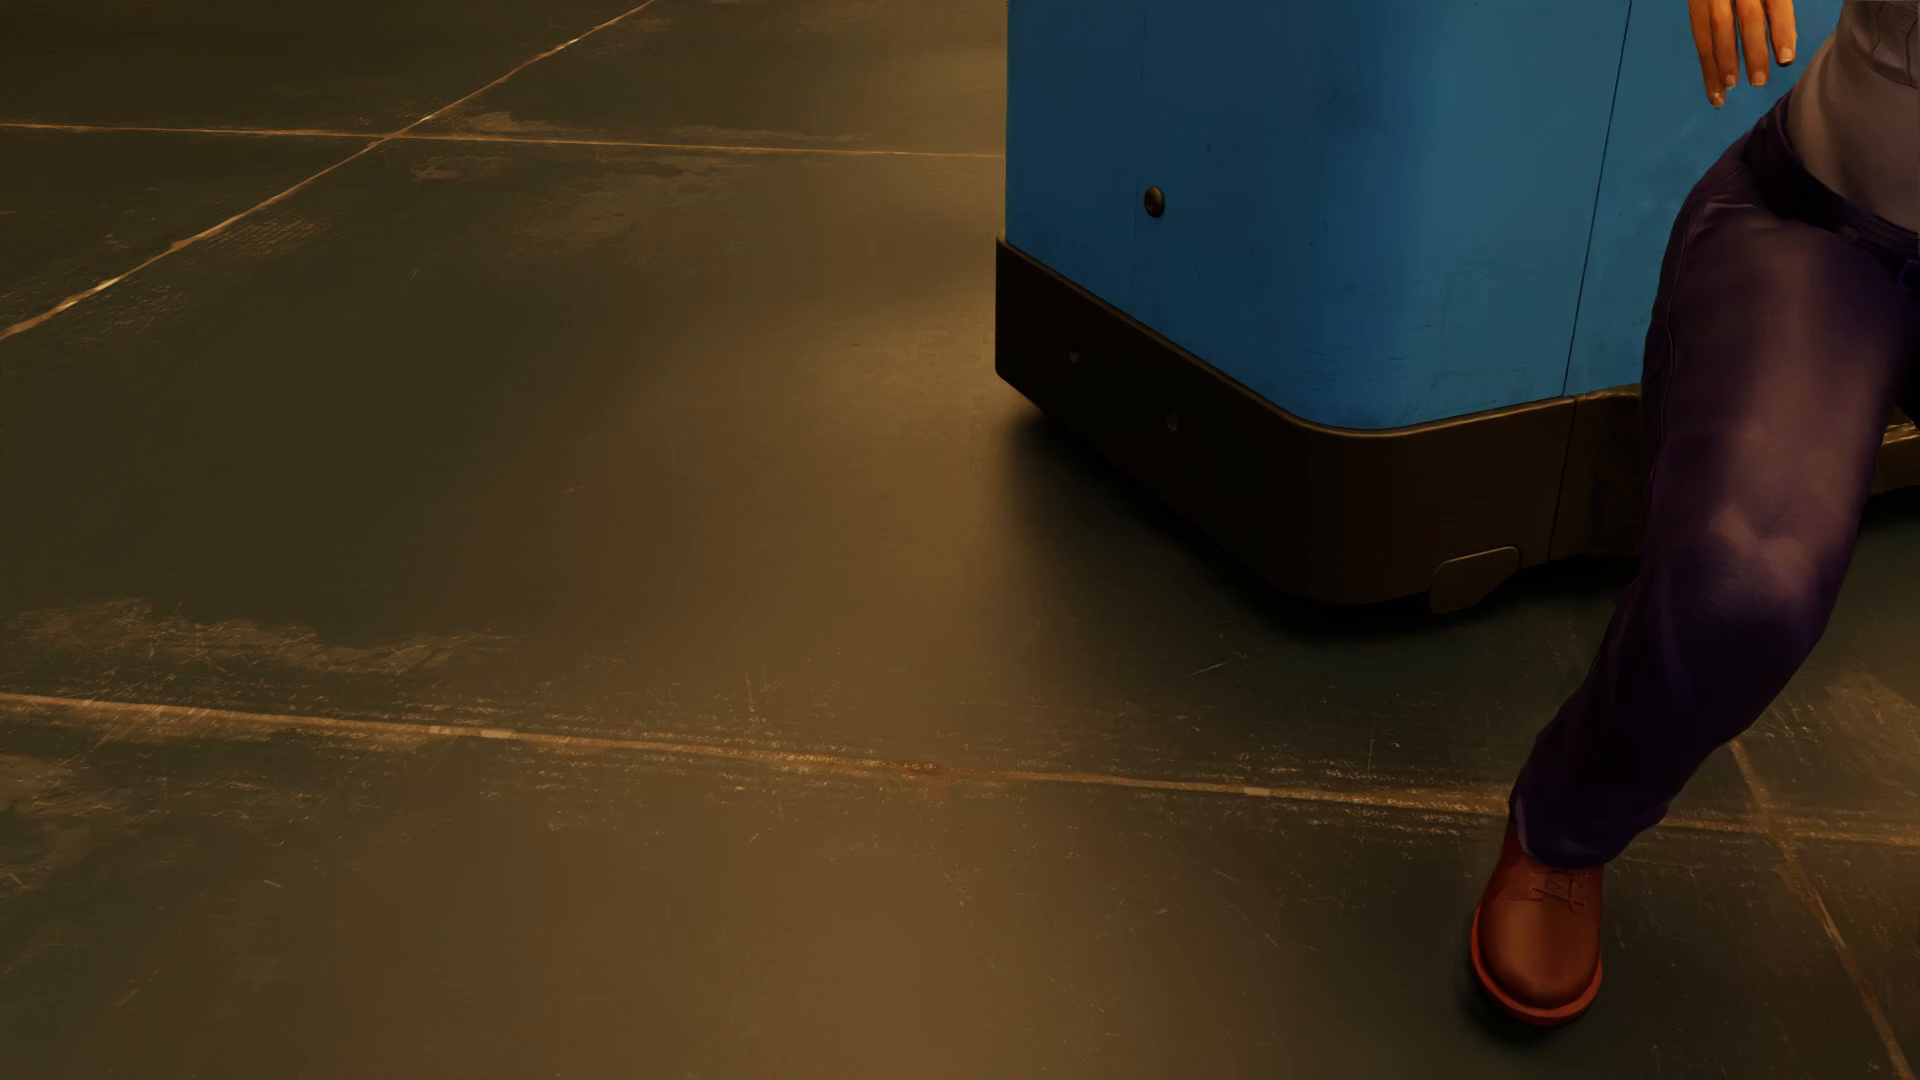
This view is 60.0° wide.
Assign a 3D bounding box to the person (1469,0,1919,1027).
[{"bbox_3d":[0.810,-0.134,1.267,0.745,1.416,0.847,10,28,20],"label":"person"}]

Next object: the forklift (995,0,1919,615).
[{"bbox_3d":[1.625,-1.636,2.495,3.031,2.935,1.130,-11,29,-21],"label":"forklift"}]
